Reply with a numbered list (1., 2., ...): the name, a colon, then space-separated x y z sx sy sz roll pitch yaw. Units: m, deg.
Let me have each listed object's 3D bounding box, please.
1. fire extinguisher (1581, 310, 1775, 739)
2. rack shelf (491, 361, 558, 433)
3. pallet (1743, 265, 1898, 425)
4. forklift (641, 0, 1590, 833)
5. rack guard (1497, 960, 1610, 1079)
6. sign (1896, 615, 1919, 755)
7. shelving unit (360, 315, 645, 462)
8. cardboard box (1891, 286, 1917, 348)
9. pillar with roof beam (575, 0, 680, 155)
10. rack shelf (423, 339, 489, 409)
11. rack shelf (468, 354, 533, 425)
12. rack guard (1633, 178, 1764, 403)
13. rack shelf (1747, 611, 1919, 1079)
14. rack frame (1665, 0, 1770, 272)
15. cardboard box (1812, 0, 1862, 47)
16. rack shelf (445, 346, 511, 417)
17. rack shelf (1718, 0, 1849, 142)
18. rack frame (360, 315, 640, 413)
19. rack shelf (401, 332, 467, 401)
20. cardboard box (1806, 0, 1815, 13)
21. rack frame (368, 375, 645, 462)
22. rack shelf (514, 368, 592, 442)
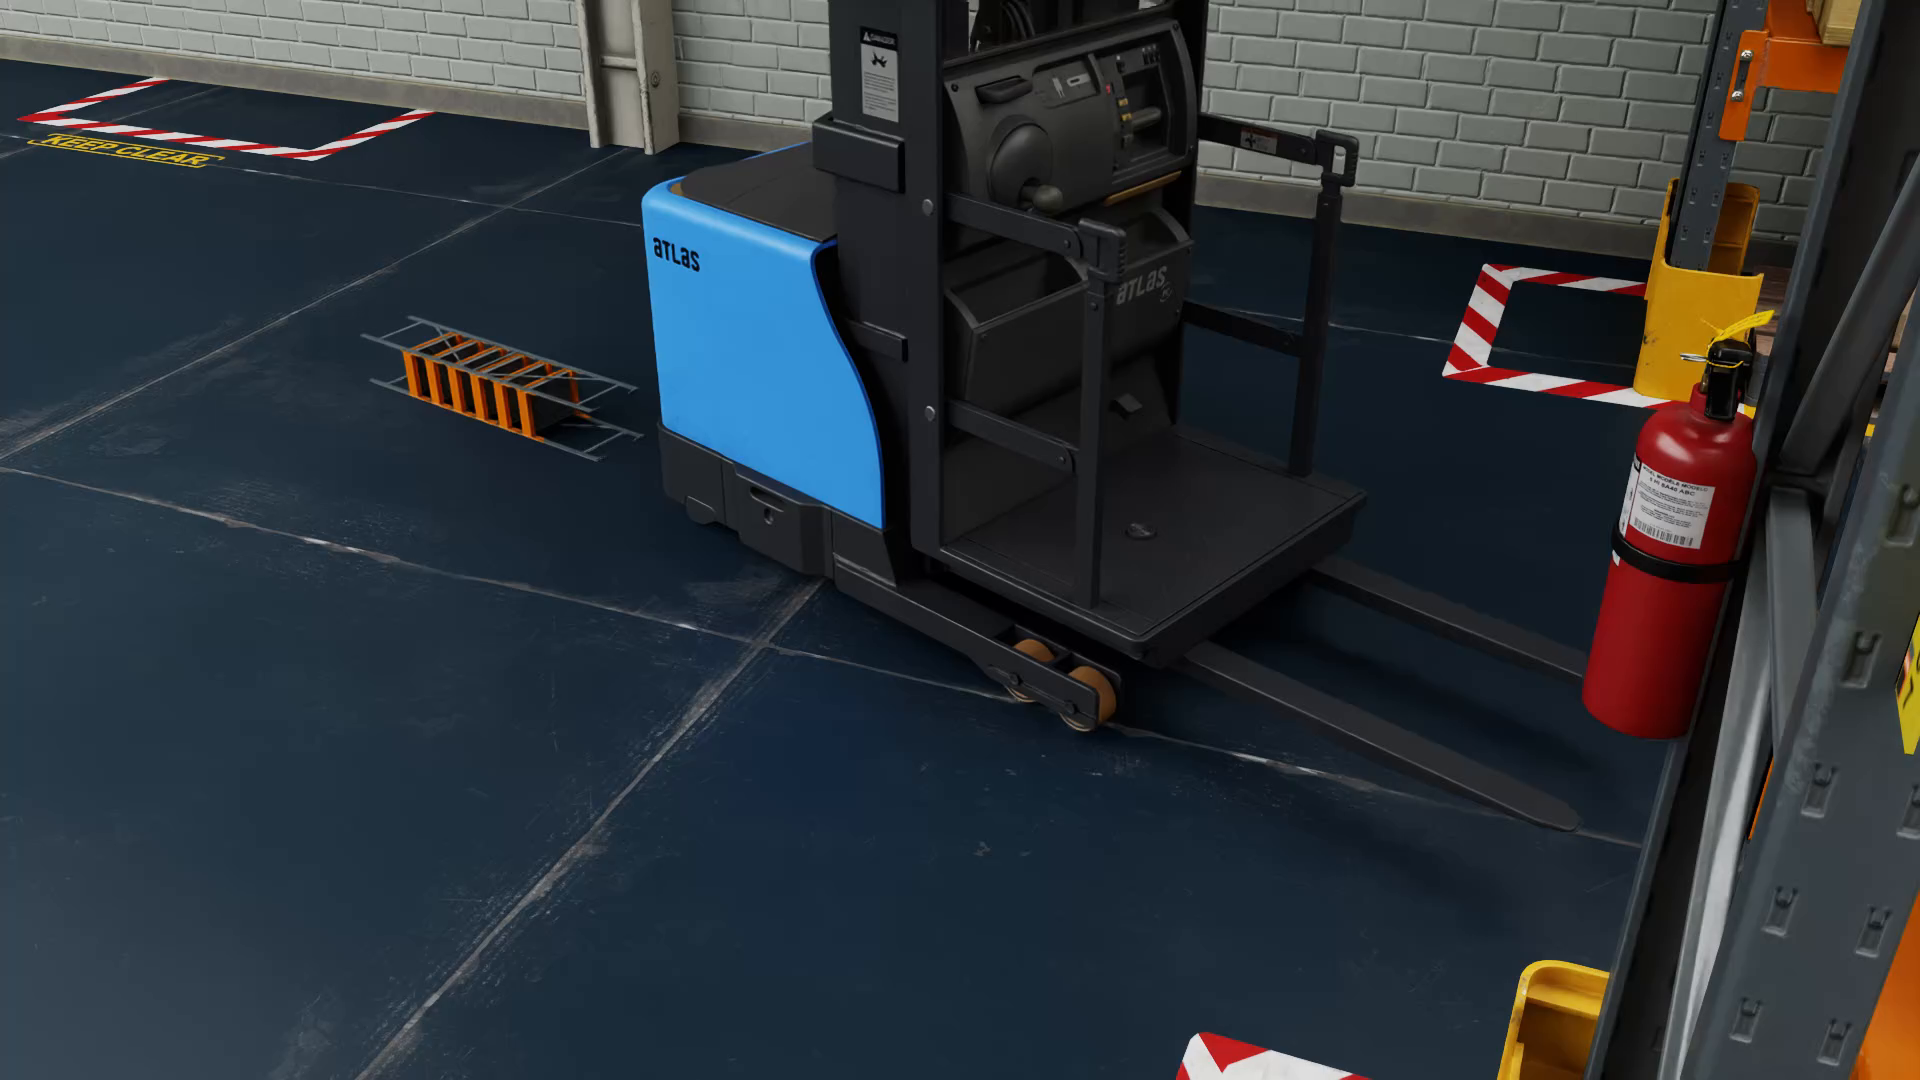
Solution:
1. fire extinguisher: 1.027 -0.038 2.348 0.183 0.674 0.296 11 31 19
2. rack shelf: -1.544 -0.521 5.974 0.103 0.180 0.258 19 34 29
3. pallet: 3.631 -0.703 6.280 1.213 0.211 1.003 11 31 19
4. forklift: 0.461 -1.066 4.158 3.031 2.935 1.130 24 38 36
5. rack guard: 0.939 1.245 2.539 0.348 0.500 1.175 11 31 19
6. sign: 0.747 0.002 1.237 0.005 0.325 0.100 11 31 19
7. shelving unit: -1.680 -0.566 6.055 1.200 0.189 0.258 19 34 29
8. cardboard box: 3.428 -0.950 6.167 0.500 0.311 0.500 8 30 13
9. pillar with roof beam: -3.384 -4.121 3.397 0.400 9.000 9.100 11 31 19
10. rack shelf: -1.842 -0.620 6.151 0.103 0.180 0.258 19 34 29
11. rack shelf: -1.643 -0.554 6.033 0.103 0.180 0.258 19 34 29
12. rack guard: 2.891 -0.996 6.503 0.348 0.500 1.175 11 31 19
13. rack shelf: 2.815 0.845 1.438 4.000 0.370 1.077 11 31 19
14. rack frame: 2.821 -2.098 5.913 0.127 3.000 1.000 11 31 19
15. cardboard box: 3.154 -1.806 5.529 0.500 0.250 0.500 10 31 18
16. rack shelf: -1.743 -0.587 6.092 0.103 0.180 0.258 19 34 29
17. rack shelf: 4.674 -1.415 5.435 4.000 0.370 1.077 11 31 19
18. rack frame: -1.680 -0.646 6.010 1.200 0.006 0.240 19 34 29
19. rack shelf: -1.941 -0.654 6.209 0.103 0.180 0.258 19 34 29
20. cardboard box: 3.327 -2.043 5.948 0.500 0.250 0.500 12 32 20
21. rack frame: -1.680 -0.486 6.100 1.200 0.006 0.240 19 34 29
22. rack shelf: -1.445 -0.487 5.915 0.103 0.180 0.258 19 34 29
